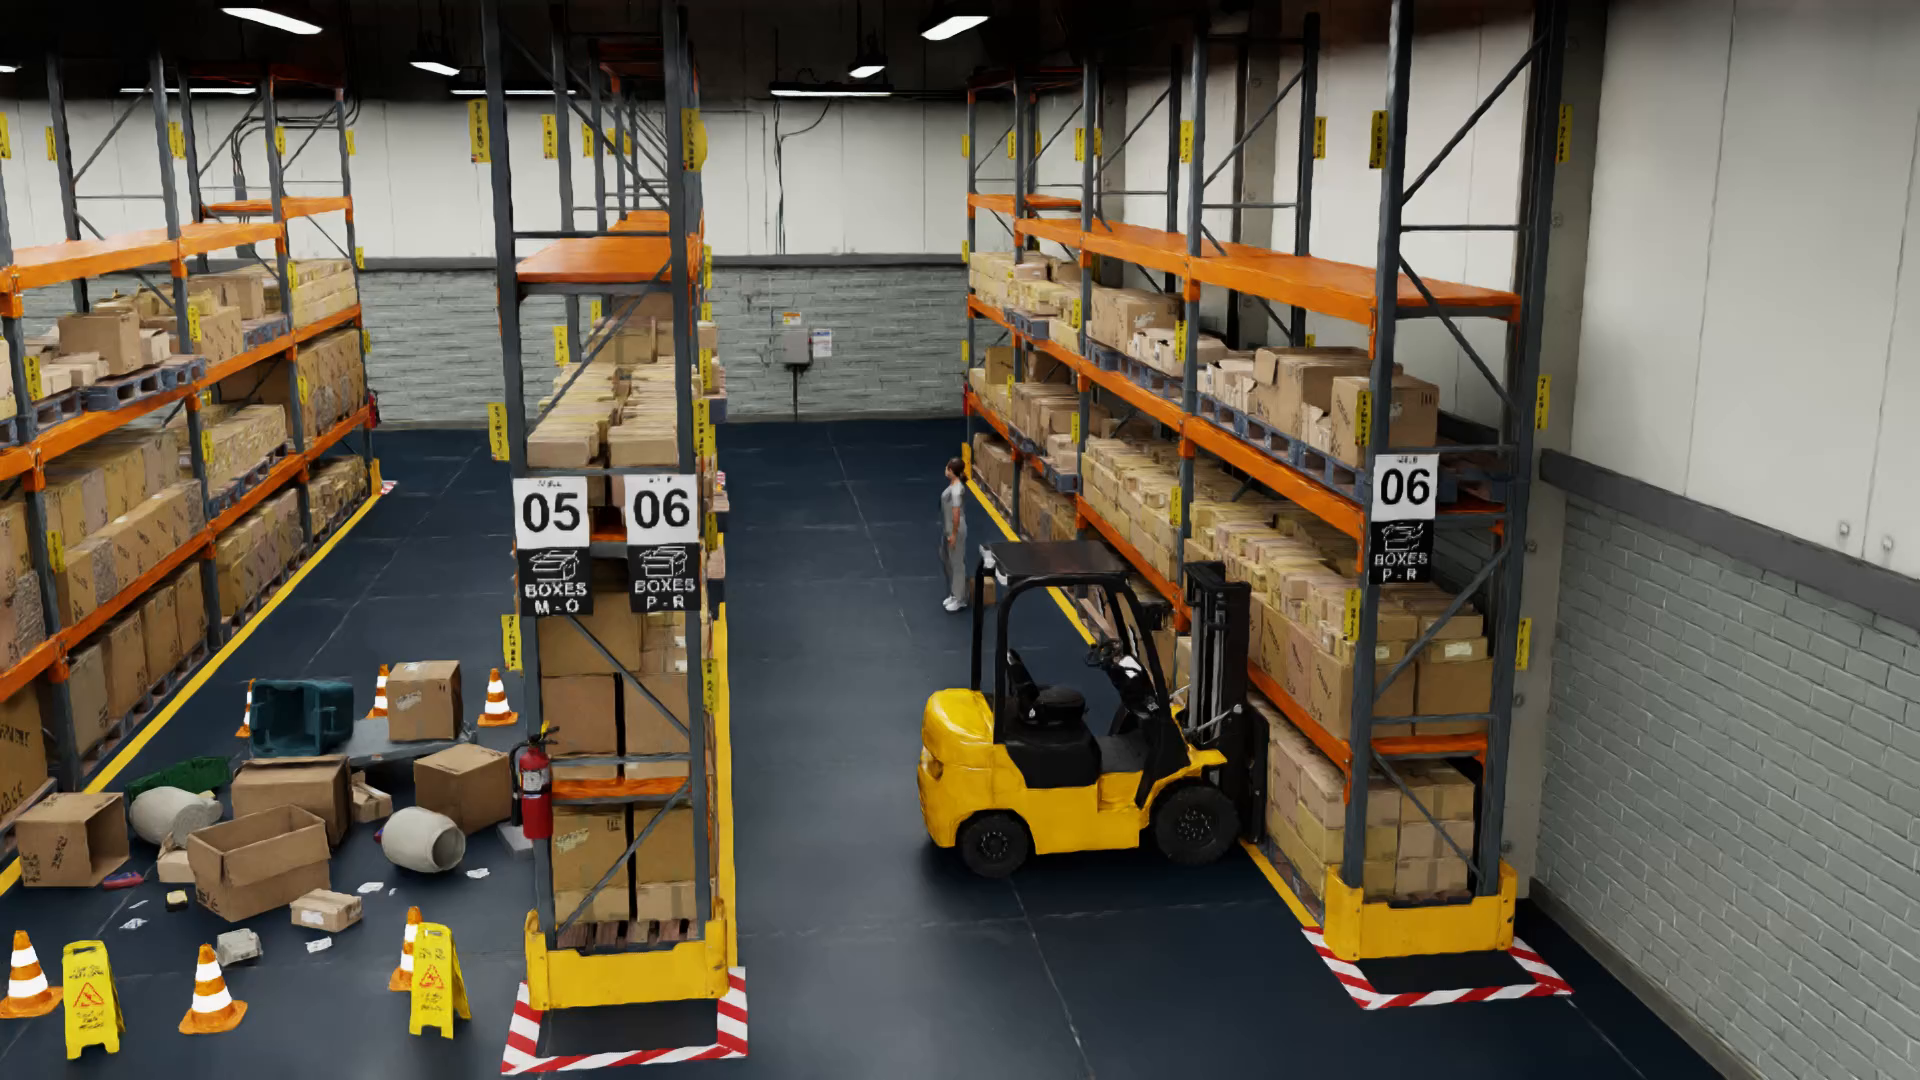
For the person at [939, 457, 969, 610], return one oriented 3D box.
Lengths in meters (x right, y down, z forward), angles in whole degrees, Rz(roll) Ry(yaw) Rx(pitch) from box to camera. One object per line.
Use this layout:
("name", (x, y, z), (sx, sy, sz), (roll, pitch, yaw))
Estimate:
("person", (-0.058, -0.073, 18.291), (0.339, 1.703, 0.486), (-1, 13, -4))
